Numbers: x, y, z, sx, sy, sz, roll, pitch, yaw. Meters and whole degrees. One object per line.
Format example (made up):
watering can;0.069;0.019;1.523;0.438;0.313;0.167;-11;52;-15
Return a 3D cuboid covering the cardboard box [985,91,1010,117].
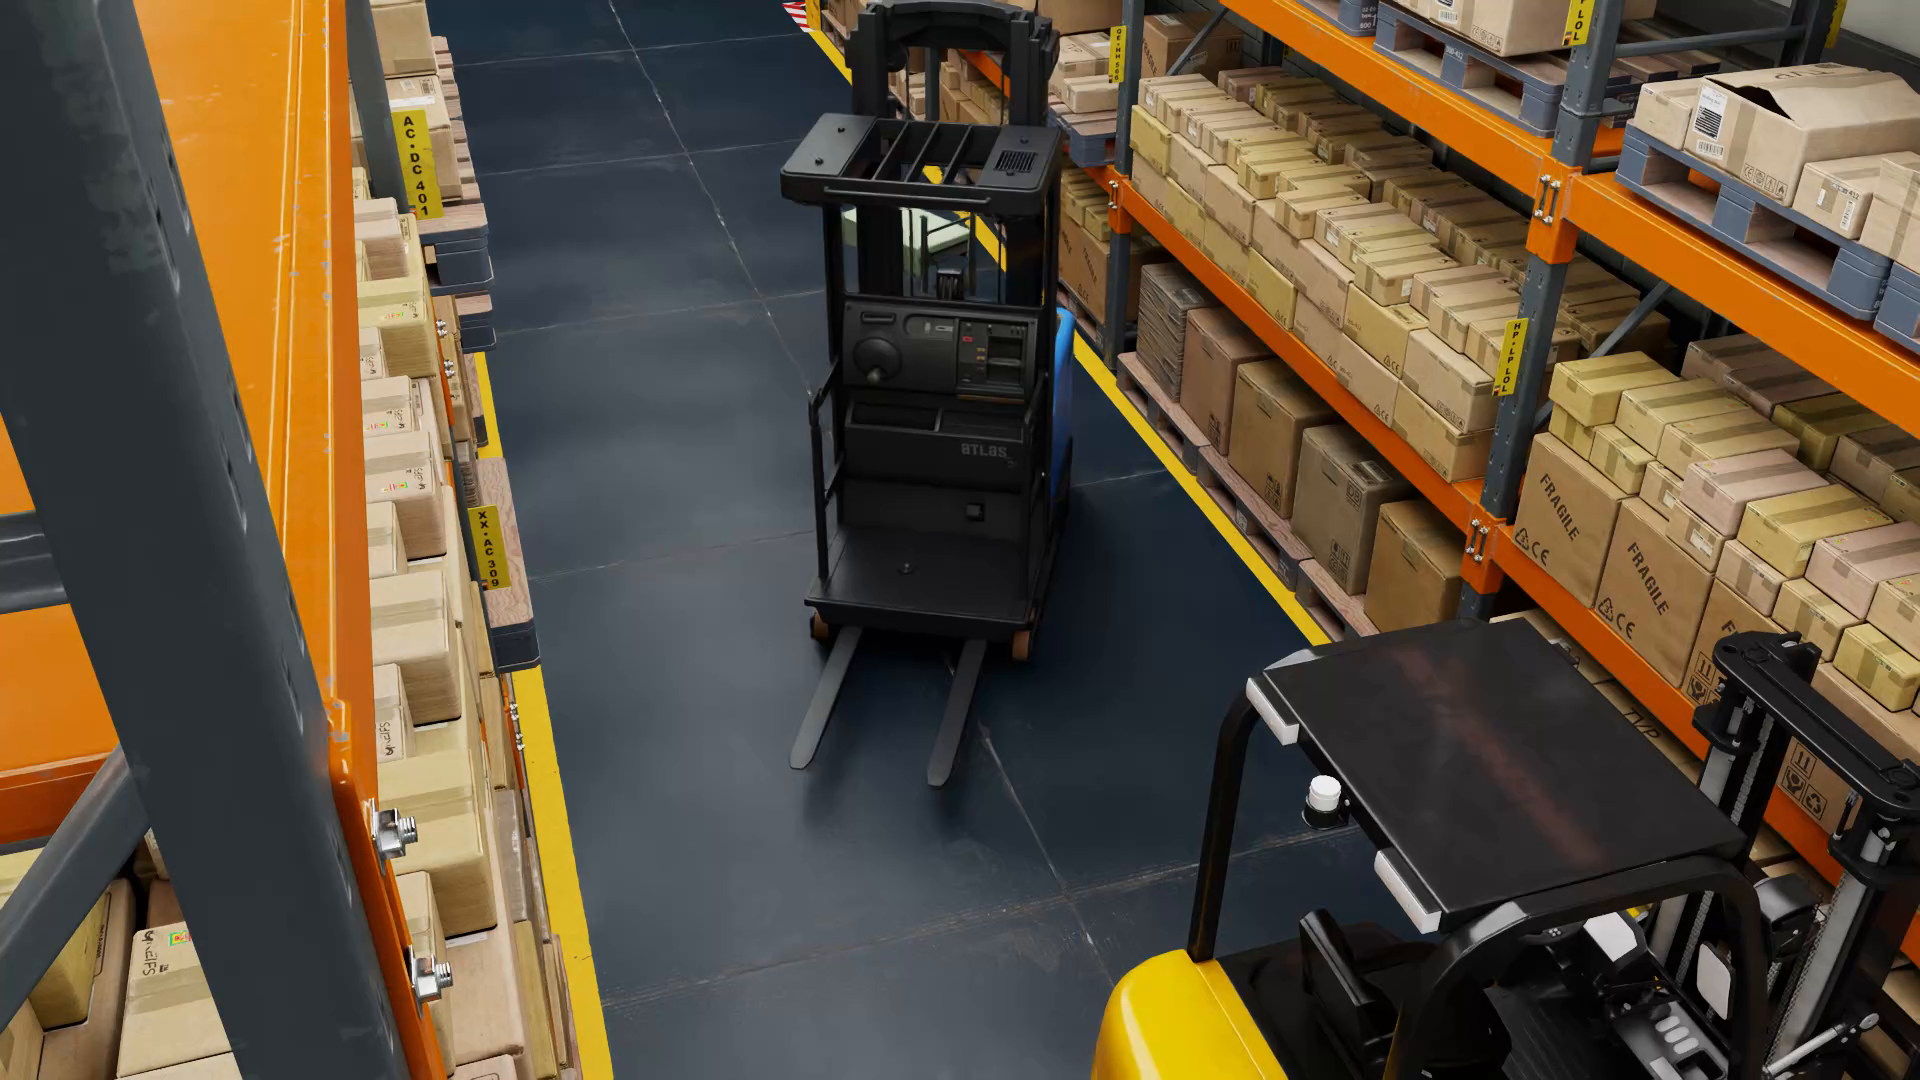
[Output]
cardboard box;0.407;-3.315;12.664;0.380;0.149;0.250;-11;35;-16

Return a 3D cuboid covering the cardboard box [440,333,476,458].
cardboard box;-2.102;-0.414;6.233;0.500;0.500;0.500;-10;35;-15

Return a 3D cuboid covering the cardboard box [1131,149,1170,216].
cardboard box;1.330;-2.115;9.686;0.500;0.250;0.500;-10;35;-15

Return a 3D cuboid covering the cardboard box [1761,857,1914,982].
cardboard box;2.958;1.316;5.563;0.500;0.250;0.500;-11;35;-16

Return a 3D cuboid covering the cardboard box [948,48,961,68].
cardboard box;0.121;-3.856;13.213;0.380;0.149;0.250;-11;35;-16

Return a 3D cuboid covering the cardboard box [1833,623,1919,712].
cardboard box;2.946;0.362;5.121;0.380;0.149;0.250;-11;35;-16

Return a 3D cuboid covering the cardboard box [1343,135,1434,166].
cardboard box;2.229;-1.978;8.664;0.380;0.149;0.250;-11;35;-16

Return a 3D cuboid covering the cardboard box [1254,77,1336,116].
cardboard box;1.905;-2.509;9.467;0.380;0.149;0.250;-9;35;-13

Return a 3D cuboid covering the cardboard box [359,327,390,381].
cardboard box;-1.442;-0.321;3.618;0.380;0.149;0.250;-11;35;-16

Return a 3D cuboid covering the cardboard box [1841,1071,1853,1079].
cardboard box;3.101;1.776;5.321;0.500;0.250;0.500;-11;35;-16

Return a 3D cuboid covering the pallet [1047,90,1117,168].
pallet;1.153;-2.716;10.633;1.213;0.211;1.003;-10;35;-15

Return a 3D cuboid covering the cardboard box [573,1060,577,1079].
cardboard box;-1.471;2.000;5.436;0.500;0.250;0.500;-11;35;-16

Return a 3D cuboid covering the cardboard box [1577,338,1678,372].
cardboard box;2.736;-0.808;7.253;0.500;0.250;0.500;-11;35;-16

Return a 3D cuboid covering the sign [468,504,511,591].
sign;-1.565;0.028;5.521;0.100;0.325;0.005;-10;35;-15

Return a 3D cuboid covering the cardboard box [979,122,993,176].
cardboard box;0.460;-2.852;12.551;0.500;0.500;0.500;-11;35;-16

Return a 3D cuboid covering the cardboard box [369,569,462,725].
cardboard box;-1.057;0.204;2.824;0.380;0.149;0.250;-9;35;-13

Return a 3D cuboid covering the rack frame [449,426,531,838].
rack frame;-2.079;0.485;5.615;1.000;3.000;0.127;-10;35;-15

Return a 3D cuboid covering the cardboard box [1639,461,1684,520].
cardboard box;2.680;-0.185;5.949;0.380;0.149;0.250;-10;35;-15

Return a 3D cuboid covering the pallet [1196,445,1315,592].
pallet;2.009;-0.211;9.197;1.003;0.211;1.213;-10;35;-15

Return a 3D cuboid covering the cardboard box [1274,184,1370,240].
cardboard box;1.759;-1.598;8.089;0.380;0.149;0.250;-11;35;-16

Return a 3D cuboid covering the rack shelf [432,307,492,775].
rack shelf;-1.469;0.583;3.397;1.077;0.370;4.000;-10;35;-15

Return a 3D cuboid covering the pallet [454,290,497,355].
pallet;-2.980;-1.179;8.307;1.213;0.211;1.003;-10;35;-15

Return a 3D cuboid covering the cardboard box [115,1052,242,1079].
cardboard box;-0.865;0.755;1.990;0.380;0.149;0.250;-10;35;-15

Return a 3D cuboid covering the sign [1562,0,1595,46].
sign;2.133;-1.854;5.679;0.100;0.325;0.005;-10;35;-15

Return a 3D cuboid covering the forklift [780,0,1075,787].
forklift;-0.134;-0.842;7.684;1.130;2.935;3.031;6;34;9

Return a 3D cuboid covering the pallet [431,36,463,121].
pallet;-2.485;-1.575;6.181;1.213;0.211;1.003;-10;35;-15

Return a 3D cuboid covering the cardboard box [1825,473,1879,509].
cardboard box;3.288;-0.143;5.886;0.380;0.149;0.250;-10;35;-14

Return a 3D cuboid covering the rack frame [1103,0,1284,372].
rack frame;1.427;-2.452;10.060;1.000;3.000;0.127;-10;35;-15

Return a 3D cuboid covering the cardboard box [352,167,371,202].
cardboard box;-1.774;-0.865;4.441;0.380;0.149;0.250;-9;35;-14

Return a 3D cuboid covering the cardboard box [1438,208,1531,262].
cardboard box;2.487;-1.432;7.836;0.380;0.149;0.250;-10;35;-15

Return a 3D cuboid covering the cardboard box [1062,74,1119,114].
cardboard box;0.861;-2.803;10.437;0.380;0.149;0.250;-9;35;-14

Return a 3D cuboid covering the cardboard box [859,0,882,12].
cardboard box;-0.627;-4.698;15.345;0.500;0.500;0.500;-9;35;-14

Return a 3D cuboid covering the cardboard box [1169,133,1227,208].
cardboard box;1.481;-2.061;9.150;0.500;0.250;0.500;-9;34;-13

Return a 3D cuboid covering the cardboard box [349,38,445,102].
cardboard box;-2.031;-1.520;5.683;0.500;0.250;0.500;-10;35;-15

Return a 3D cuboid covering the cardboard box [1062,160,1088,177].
cardboard box;0.847;-2.502;11.433;0.380;0.149;0.250;-9;35;-13

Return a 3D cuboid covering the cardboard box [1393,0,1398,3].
cardboard box;1.960;-2.525;7.059;0.500;0.311;0.500;-11;35;-16

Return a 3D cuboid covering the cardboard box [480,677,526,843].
cardboard box;-1.543;0.779;4.809;0.500;0.500;0.500;-9;34;-13

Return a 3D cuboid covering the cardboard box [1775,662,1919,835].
cardboard box;2.997;0.687;5.218;0.500;0.500;0.500;-10;35;-14

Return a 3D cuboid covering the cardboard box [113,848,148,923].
cardboard box;-1.587;0.513;2.718;0.500;0.250;0.500;-9;35;-13

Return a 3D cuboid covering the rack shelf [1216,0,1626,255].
rack shelf;2.037;-2.353;7.842;1.077;0.370;4.000;-10;35;-15

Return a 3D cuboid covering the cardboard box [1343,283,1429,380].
cardboard box;2.090;-0.982;7.517;0.500;0.250;0.500;-11;35;-16

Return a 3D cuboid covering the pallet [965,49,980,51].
pallet;0.347;-4.034;12.628;1.003;0.211;1.213;-10;35;-15

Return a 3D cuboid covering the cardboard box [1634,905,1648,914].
cardboard box;2.820;1.461;6.251;0.500;0.250;0.500;-9;35;-14

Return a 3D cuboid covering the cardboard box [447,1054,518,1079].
cardboard box;-0.758;0.963;2.037;0.500;0.250;0.500;-11;35;-16

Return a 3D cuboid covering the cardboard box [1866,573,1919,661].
cardboard box;3.023;0.220;5.067;0.380;0.149;0.250;-10;35;-15

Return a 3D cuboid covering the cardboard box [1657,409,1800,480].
cardboard box;2.714;-0.317;5.879;0.380;0.149;0.250;-11;35;-16

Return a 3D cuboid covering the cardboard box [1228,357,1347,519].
cardboard box;2.017;-0.612;9.047;0.875;0.625;0.625;-11;35;-17

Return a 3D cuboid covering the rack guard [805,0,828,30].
rack guard;-0.990;-5.570;17.045;1.175;0.500;0.348;-10;35;-15

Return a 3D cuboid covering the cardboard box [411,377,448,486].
cardboard box;-1.391;-0.107;3.655;0.500;0.250;0.500;-11;35;-16

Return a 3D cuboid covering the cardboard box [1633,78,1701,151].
cardboard box;2.495;-1.429;5.547;0.380;0.149;0.250;-9;35;-14

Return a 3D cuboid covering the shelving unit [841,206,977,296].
shelving unit;-0.309;-1.346;9.746;0.431;1.500;0.755;-27;42;-35

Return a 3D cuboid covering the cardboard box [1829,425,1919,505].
cardboard box;3.299;-0.275;5.816;0.380;0.149;0.250;-11;35;-16

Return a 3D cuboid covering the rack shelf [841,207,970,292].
rack shelf;-0.309;-1.672;9.531;0.431;0.370;0.720;-27;42;-35

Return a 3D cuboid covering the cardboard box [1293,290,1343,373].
cardboard box;1.963;-1.039;8.057;0.500;0.250;0.500;-10;35;-14

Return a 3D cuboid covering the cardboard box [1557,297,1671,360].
cardboard box;2.744;-0.885;7.009;0.380;0.149;0.250;-11;35;-16

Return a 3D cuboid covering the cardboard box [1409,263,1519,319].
cardboard box;2.211;-1.076;7.298;0.380;0.149;0.250;-10;35;-15

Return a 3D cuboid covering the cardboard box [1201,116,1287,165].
cardboard box;1.521;-2.142;8.911;0.380;0.149;0.250;-10;35;-14

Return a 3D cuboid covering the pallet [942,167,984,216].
pallet;0.491;-2.968;13.370;1.003;0.211;1.213;-10;35;-15

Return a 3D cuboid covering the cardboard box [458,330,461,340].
cardboard box;-2.538;-1.024;7.746;0.380;0.149;0.250;-9;35;-14
